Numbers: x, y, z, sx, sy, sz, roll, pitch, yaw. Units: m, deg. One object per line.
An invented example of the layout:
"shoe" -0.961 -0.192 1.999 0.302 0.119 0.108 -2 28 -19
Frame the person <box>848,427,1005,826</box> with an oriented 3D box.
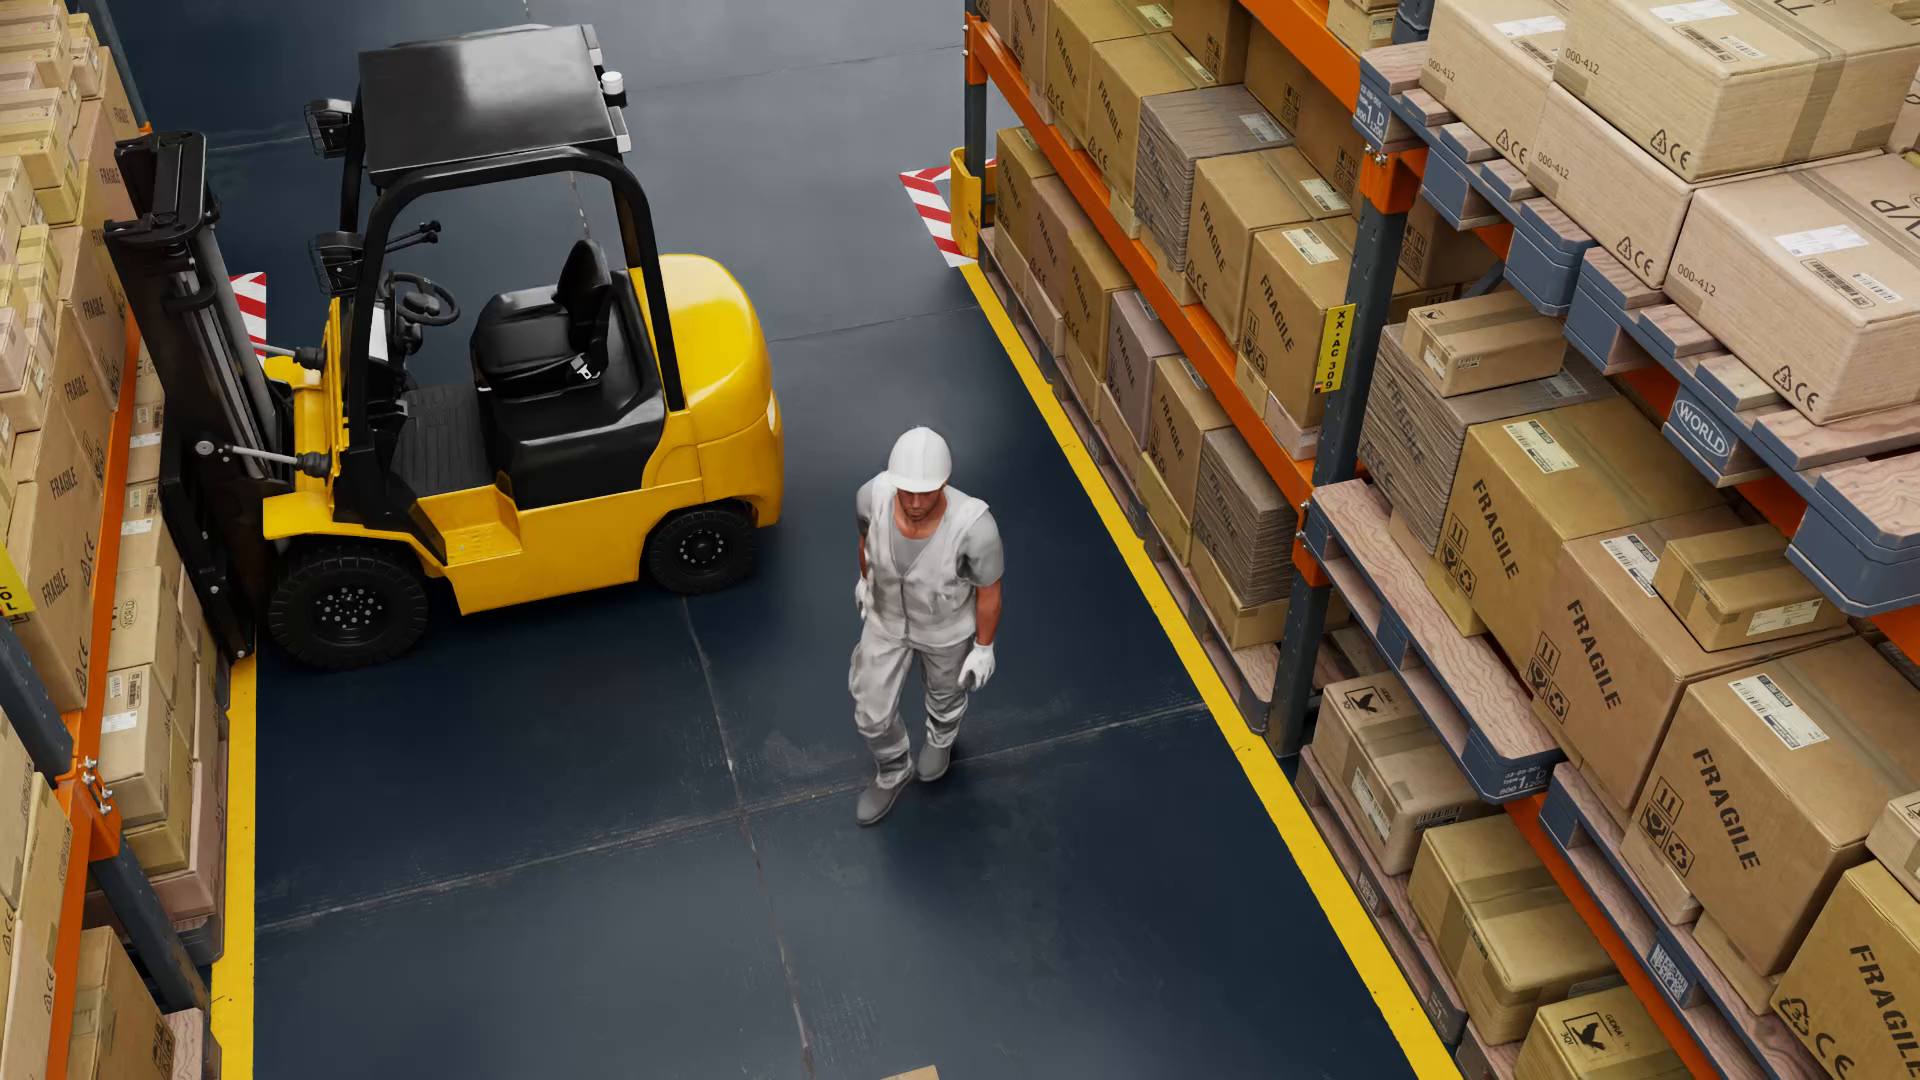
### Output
"person" -0.125 0.280 5.815 0.583 1.791 0.548 11 43 12
